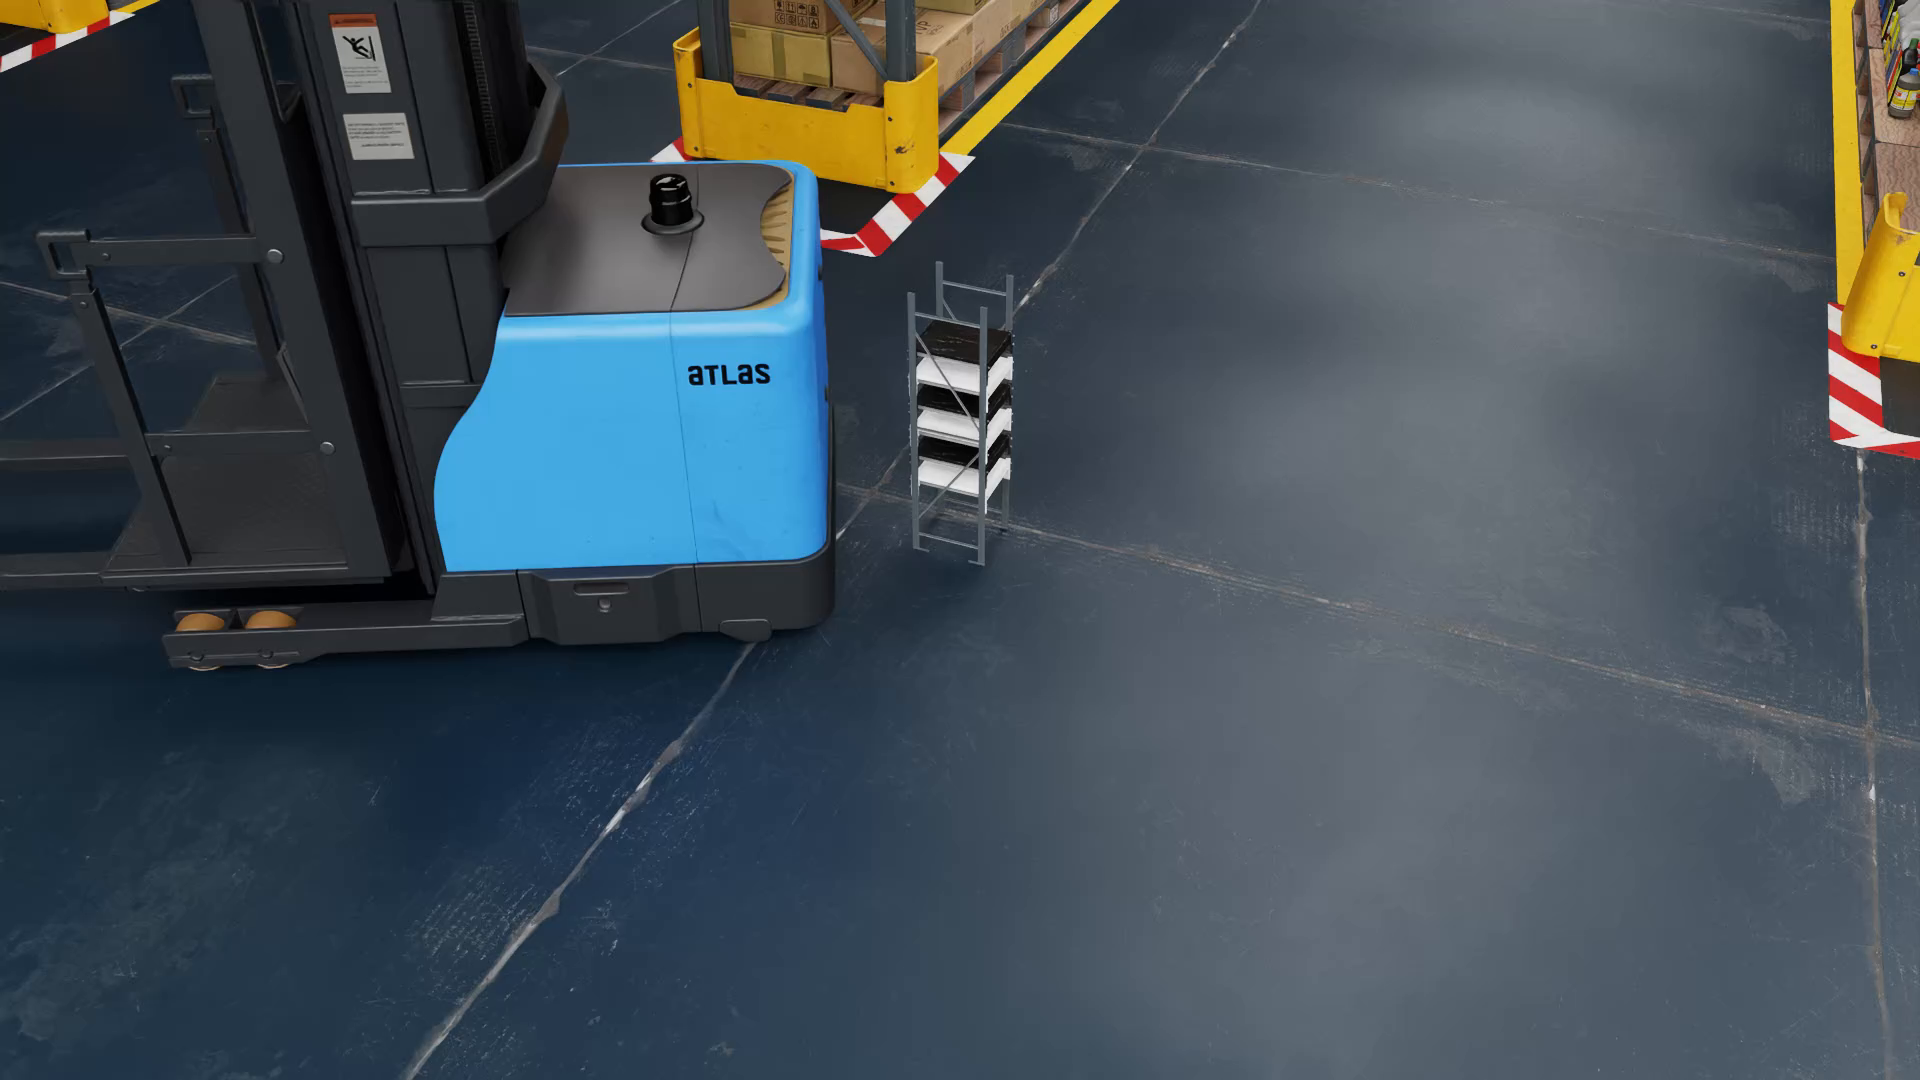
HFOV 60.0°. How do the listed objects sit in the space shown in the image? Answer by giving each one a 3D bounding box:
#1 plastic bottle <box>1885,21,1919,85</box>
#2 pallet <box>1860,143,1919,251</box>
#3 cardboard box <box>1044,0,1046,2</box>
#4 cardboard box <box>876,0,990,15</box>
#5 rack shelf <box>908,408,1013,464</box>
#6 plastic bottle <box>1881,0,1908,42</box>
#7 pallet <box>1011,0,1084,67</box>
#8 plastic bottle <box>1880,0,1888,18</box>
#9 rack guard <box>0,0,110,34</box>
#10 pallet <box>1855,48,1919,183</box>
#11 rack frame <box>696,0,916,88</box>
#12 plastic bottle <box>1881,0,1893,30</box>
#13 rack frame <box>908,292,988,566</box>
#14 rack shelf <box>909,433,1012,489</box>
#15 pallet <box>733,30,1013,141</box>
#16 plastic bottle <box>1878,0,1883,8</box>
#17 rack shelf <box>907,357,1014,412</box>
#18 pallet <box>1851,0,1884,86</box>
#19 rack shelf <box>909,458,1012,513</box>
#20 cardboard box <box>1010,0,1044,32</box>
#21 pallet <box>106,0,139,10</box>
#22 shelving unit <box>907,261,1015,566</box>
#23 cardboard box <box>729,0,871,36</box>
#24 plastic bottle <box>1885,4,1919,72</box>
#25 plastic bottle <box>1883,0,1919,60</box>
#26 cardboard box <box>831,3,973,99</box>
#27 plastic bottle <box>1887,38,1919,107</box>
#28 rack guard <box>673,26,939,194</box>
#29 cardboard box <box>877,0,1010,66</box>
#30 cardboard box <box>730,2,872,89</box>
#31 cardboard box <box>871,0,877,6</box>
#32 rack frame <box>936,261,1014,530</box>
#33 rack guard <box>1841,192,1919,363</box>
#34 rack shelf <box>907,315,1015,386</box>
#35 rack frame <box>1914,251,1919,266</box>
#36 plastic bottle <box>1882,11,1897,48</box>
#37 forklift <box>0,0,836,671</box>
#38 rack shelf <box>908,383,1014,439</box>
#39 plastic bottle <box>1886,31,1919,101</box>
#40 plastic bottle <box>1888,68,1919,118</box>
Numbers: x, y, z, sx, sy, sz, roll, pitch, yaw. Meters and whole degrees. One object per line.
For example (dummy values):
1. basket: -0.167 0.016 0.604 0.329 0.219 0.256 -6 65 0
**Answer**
1. plastic bottle: 4.374 -2.228 7.632 0.152 0.276 0.135 13 39 16
2. pallet: 4.206 -1.200 6.679 1.003 0.211 1.213 14 39 18
3. cardboard box: 0.309 -3.089 8.823 0.500 0.250 0.500 14 39 18
4. cardboard box: -0.075 -2.837 7.859 0.500 0.500 0.500 14 39 18
5. rack shelf: 0.003 -0.338 5.007 0.258 0.077 0.200 14 39 18
6. plastic bottle: 4.564 -2.580 8.097 0.061 0.283 0.133 16 40 20
7. pallet: 0.045 -2.935 9.000 1.003 0.211 1.213 14 39 18
8. plastic bottle: 4.738 -2.793 8.326 0.144 0.351 0.185 15 39 19
9. rack guard: -5.227 -3.113 8.997 1.175 0.500 0.348 14 39 18
10. pallet: 4.672 -1.873 7.580 1.003 0.211 1.213 14 39 18
11. rack frame: -0.673 -2.946 6.686 1.000 3.000 0.127 14 39 18
12. plastic bottle: 4.666 -2.688 8.186 0.144 0.351 0.185 12 38 16
13. rack frame: -0.036 -0.309 4.911 0.240 0.900 0.006 14 39 18
14. rack shelf: 0.003 -0.266 5.060 0.258 0.077 0.200 14 39 18
15. pallet: -0.421 -2.262 8.100 1.003 0.211 1.213 14 39 18
16. plastic bottle: 4.804 -2.854 8.470 0.152 0.276 0.135 15 39 19
17. rack shelf: 0.003 -0.482 4.899 0.258 0.077 0.200 14 39 18
18. pallet: 5.134 -2.551 8.486 1.003 0.211 1.213 14 39 18
19. rack shelf: 0.003 -0.194 5.114 0.258 0.077 0.200 14 39 18
20. cardboard box: 0.114 -2.813 8.454 0.500 0.250 0.500 14 39 18
21. pallet: -4.885 -3.439 9.675 1.003 0.211 1.213 14 39 18
22. shelving unit: 0.003 -0.365 4.987 0.258 0.900 0.210 14 39 18
23. cardboard box: -0.744 -2.678 7.647 0.500 0.500 0.500 14 39 18
24. plastic bottle: 4.433 -2.350 7.734 0.144 0.351 0.185 15 39 20
25. plastic bottle: 4.504 -2.453 7.872 0.144 0.351 0.185 14 39 17
26. cardboard box: -0.263 -2.259 7.713 0.500 0.250 0.500 14 39 18
27. plastic bottle: 4.227 -2.089 7.441 0.061 0.283 0.133 15 39 19
28. rack guard: -0.682 -1.931 7.416 1.175 0.500 0.348 14 39 18
29. cardboard box: -0.076 -2.537 8.084 0.500 0.250 0.500 14 39 18
30. cardboard box: -0.742 -2.377 7.871 0.500 0.250 0.500 14 39 18
31. cardboard box: -0.563 -2.657 8.245 0.500 0.250 0.500 14 39 18
32. rack frame: 0.042 -0.421 5.062 0.240 0.900 0.006 14 39 18
33. rack guard: 3.892 -0.867 5.992 1.175 0.500 0.348 14 39 18
34. rack shelf: 0.003 -0.555 4.845 0.258 0.077 0.200 14 39 18
35. rack frame: 3.906 -1.816 5.173 1.000 3.000 0.127 14 39 18
36. plastic bottle: 4.536 -2.477 8.029 0.097 0.201 0.097 0 37 0
37. forklift: -1.904 -1.127 4.310 3.031 2.935 1.130 -2 37 -3
38. rack shelf: 0.003 -0.410 4.953 0.258 0.077 0.200 14 39 18
39. plastic bottle: 4.321 -2.151 7.530 0.152 0.276 0.135 14 39 18
40. plastic bottle: 4.200 -1.988 7.374 0.097 0.201 0.097 0 37 0
